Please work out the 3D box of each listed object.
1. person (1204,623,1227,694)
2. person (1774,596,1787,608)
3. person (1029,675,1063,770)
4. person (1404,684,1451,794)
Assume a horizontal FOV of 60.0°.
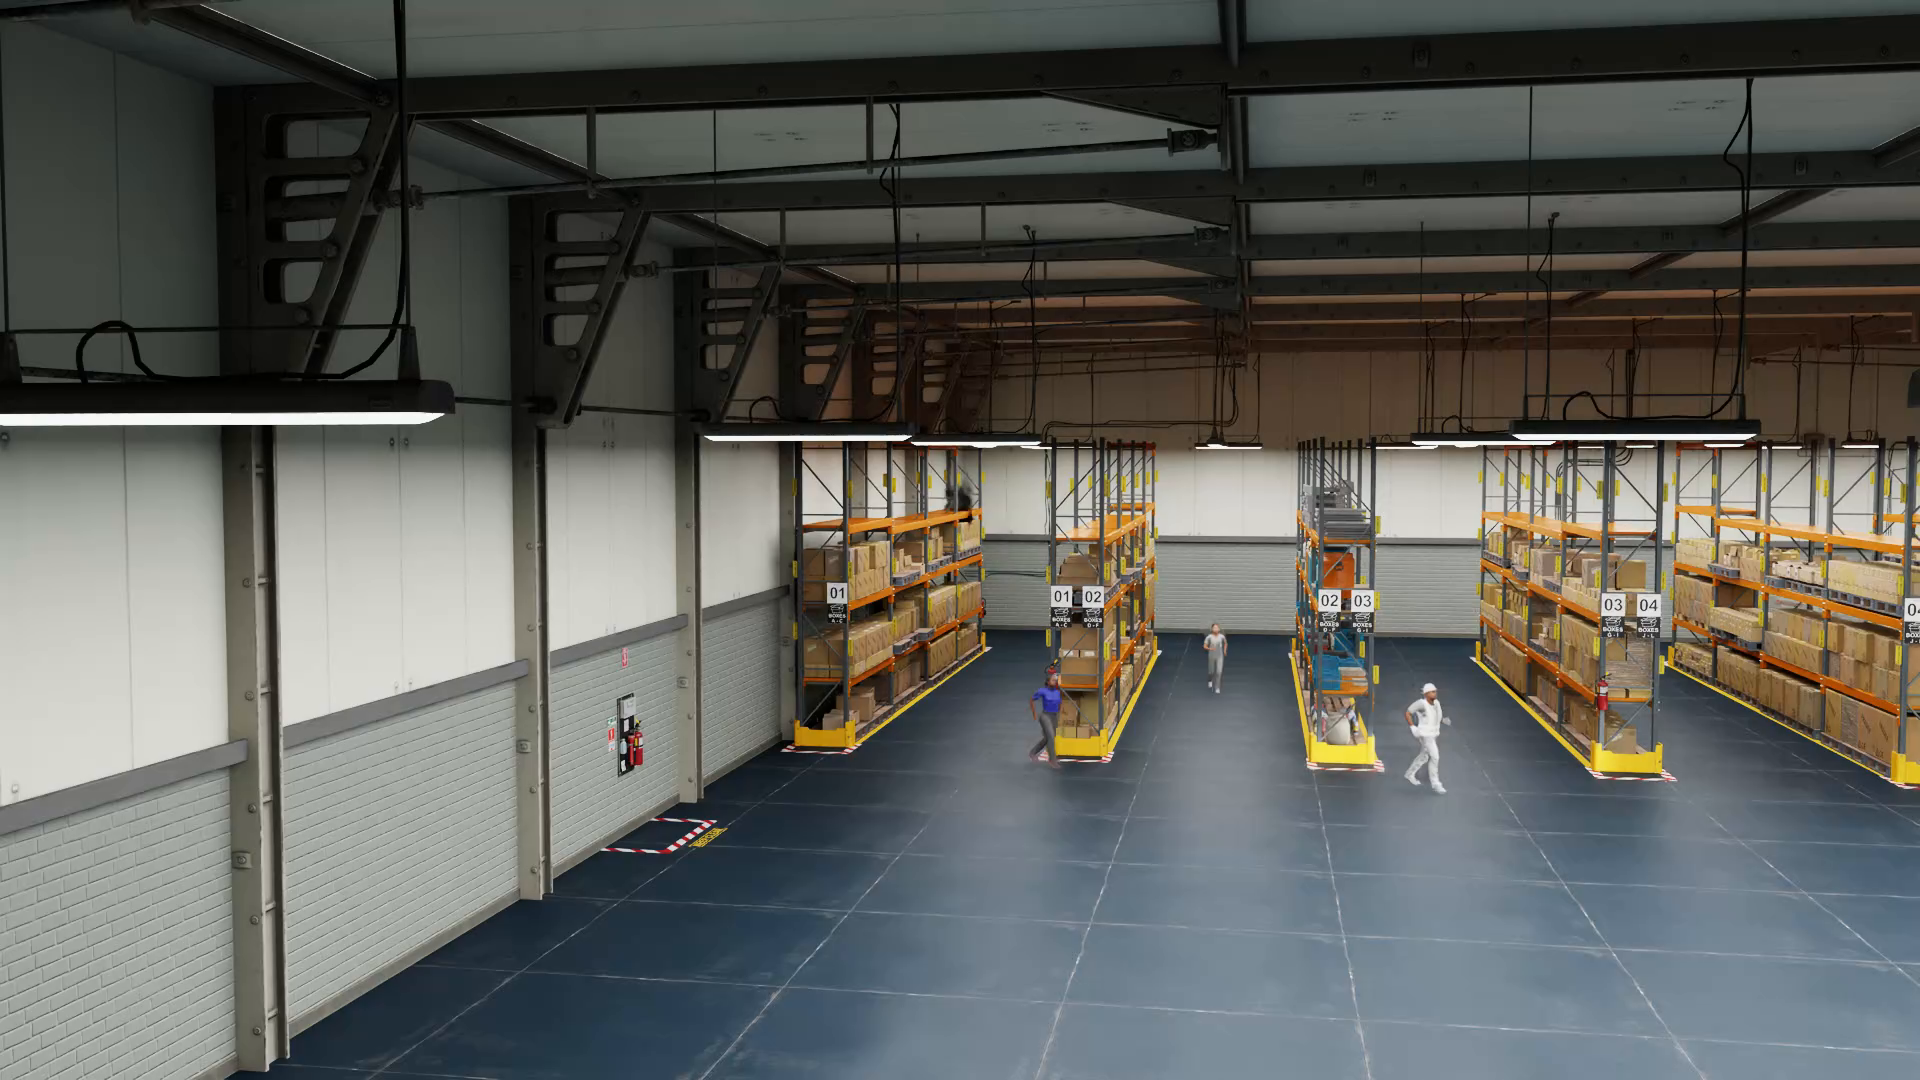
[{"bbox_3d":[6.089,2.801,39.571,0.577,1.641,0.877,0,3,2],"label":"person"},{"bbox_3d":[22.484,2.425,45.441,0.919,1.831,0.675,1,3,17],"label":"person"},{"bbox_3d":[1.654,3.291,30.285,0.600,1.649,0.837,-3,4,-40],"label":"person"},{"bbox_3d":[7.921,3.333,28.189,0.860,1.818,0.668,3,4,44],"label":"person"}]
